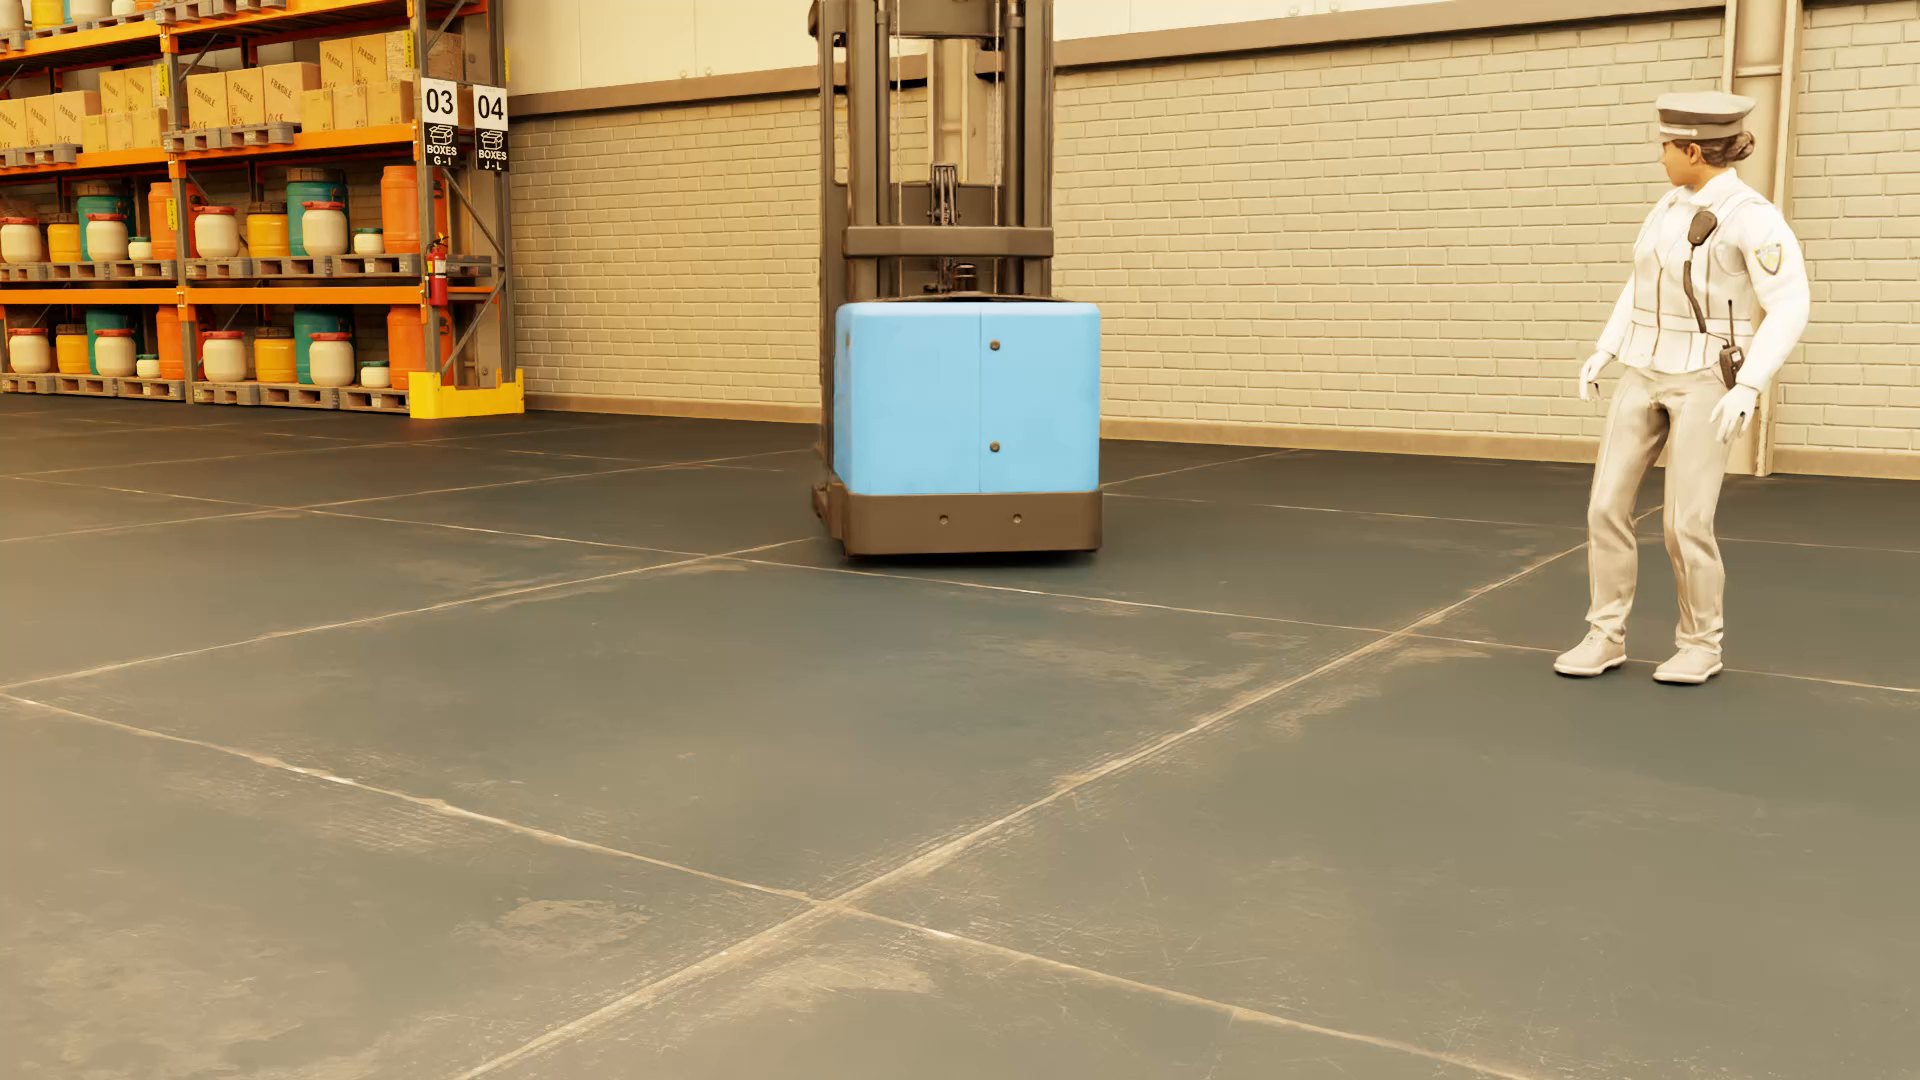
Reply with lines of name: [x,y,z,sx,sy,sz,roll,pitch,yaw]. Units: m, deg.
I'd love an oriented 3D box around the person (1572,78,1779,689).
person: [2.045,-0.442,4.727,0.332,1.690,0.475,-4,9,-27]

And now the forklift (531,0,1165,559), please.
forklift: [-0.618,-1.492,7.684,3.031,2.935,1.130,4,9,26]
